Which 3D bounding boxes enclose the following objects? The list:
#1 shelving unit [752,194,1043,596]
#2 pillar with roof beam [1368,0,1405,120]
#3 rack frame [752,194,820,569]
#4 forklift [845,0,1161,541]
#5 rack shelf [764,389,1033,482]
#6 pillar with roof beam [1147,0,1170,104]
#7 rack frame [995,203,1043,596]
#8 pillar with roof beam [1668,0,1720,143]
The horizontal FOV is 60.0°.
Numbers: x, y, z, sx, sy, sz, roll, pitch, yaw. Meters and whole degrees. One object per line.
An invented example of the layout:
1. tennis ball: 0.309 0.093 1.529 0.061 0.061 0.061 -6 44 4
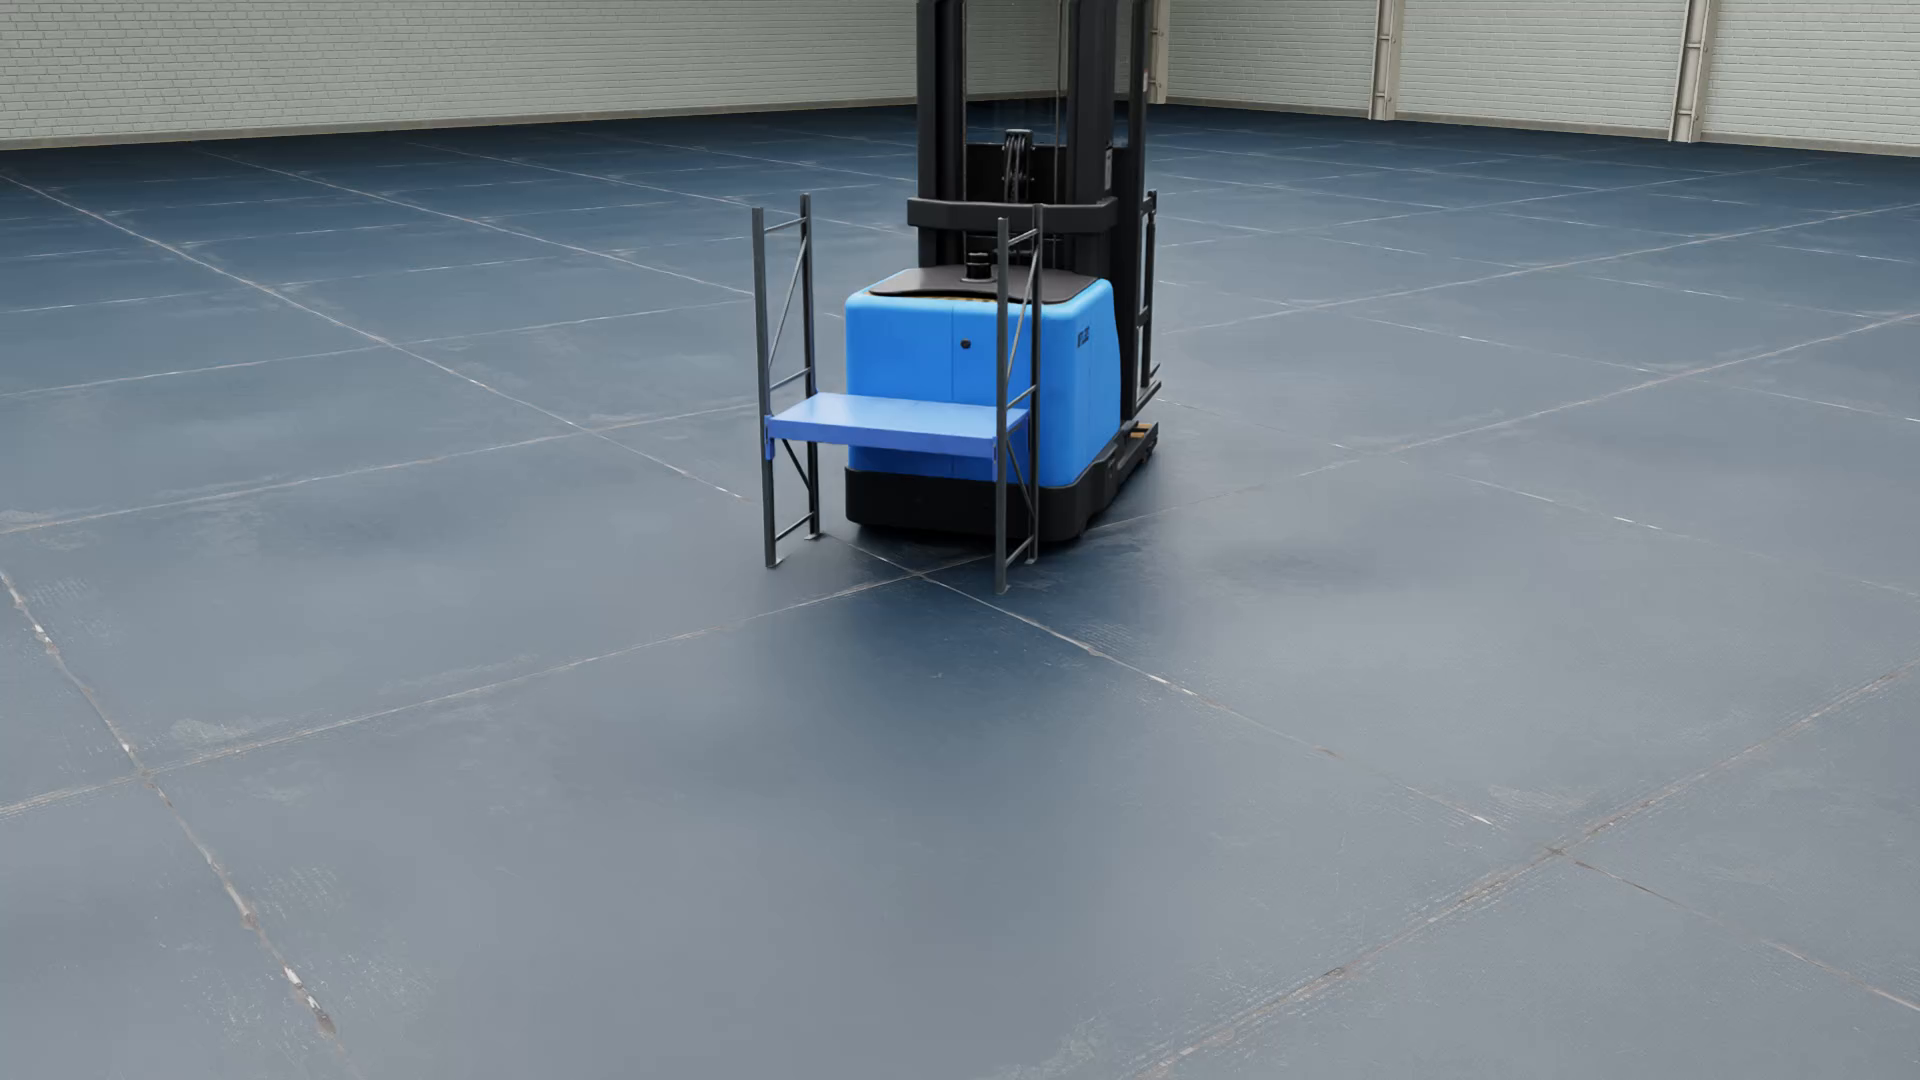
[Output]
1. shelving unit: -0.243 -0.614 6.830 1.048 1.500 0.538 6 19 18
2. pillar with roof beam: 4.529 -11.314 27.216 9.100 9.000 0.400 -14 23 -36
3. rack frame: -0.723 -0.666 6.989 0.032 1.500 0.500 6 19 18
4. forklift: 0.410 -1.811 8.170 1.130 2.935 3.031 6 19 16
5. rack shelf: -0.243 -0.443 6.887 1.000 0.185 0.538 6 19 18
6. pillar with roof beam: 0.804 -12.793 31.681 9.100 9.000 0.400 -14 23 -36
7. rack frame: 0.237 -0.561 6.671 0.032 1.500 0.500 6 19 18
8. pillar with roof beam: 8.255 -9.836 22.751 9.100 9.000 0.400 -14 23 -36
